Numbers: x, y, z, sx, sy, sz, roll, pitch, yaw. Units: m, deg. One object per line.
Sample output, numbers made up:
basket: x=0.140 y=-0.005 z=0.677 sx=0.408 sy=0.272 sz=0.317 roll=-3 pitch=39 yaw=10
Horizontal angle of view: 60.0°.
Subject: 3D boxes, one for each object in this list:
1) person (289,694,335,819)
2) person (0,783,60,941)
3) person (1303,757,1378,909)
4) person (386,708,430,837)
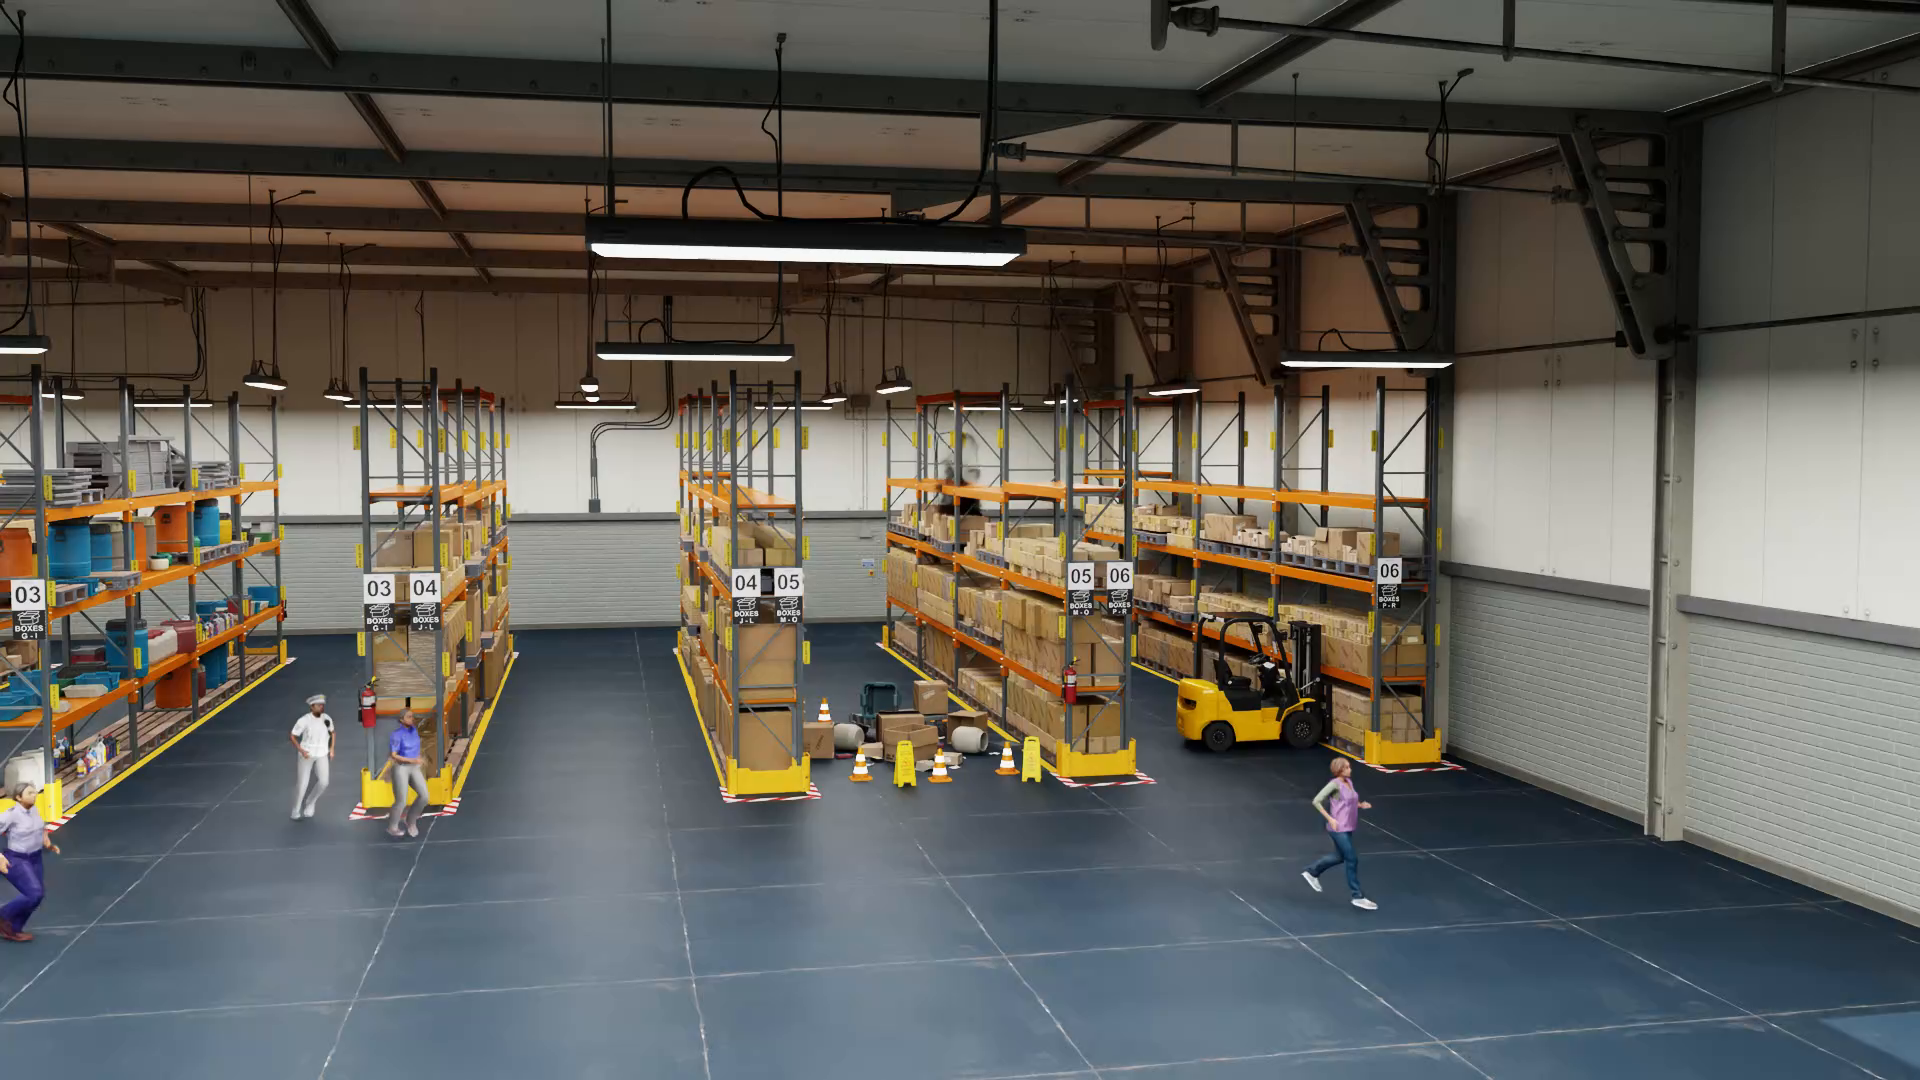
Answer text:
person: x=-8.544 y=2.862 z=22.055 sx=0.640 sy=1.637 sz=0.575 roll=-3 pitch=4 yaw=-39
person: x=-9.309 y=3.222 z=16.591 sx=0.588 sy=1.585 sz=0.592 roll=1 pitch=3 yaw=8
person: x=4.088 y=3.120 z=17.900 sx=0.893 sy=1.582 sz=0.539 roll=2 pitch=4 yaw=36
person: x=-6.940 y=2.945 z=20.969 sx=0.674 sy=1.669 sz=0.597 roll=2 pitch=4 yaw=27
